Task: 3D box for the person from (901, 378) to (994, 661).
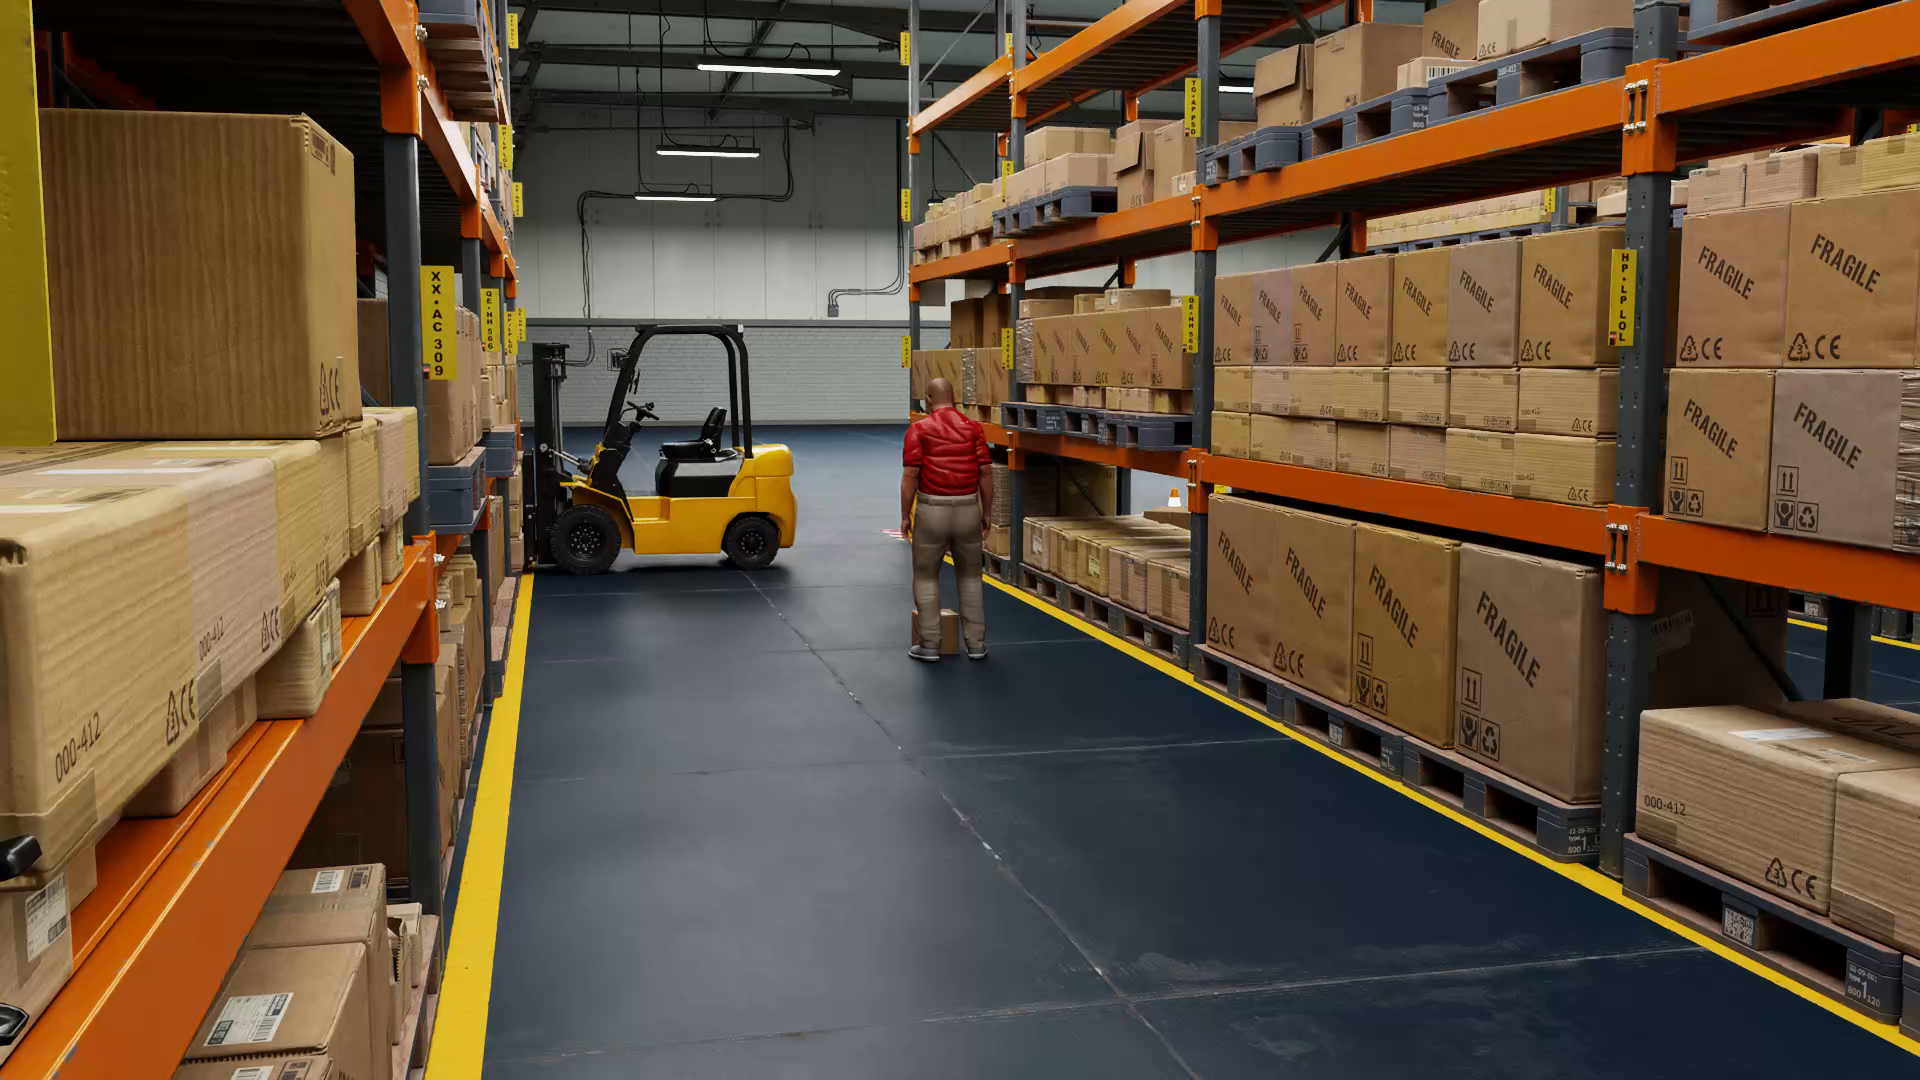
[{"bbox_3d":[-0.084,-0.126,10.200,0.583,1.726,0.394,-2,6,-14],"label":"person"}]
